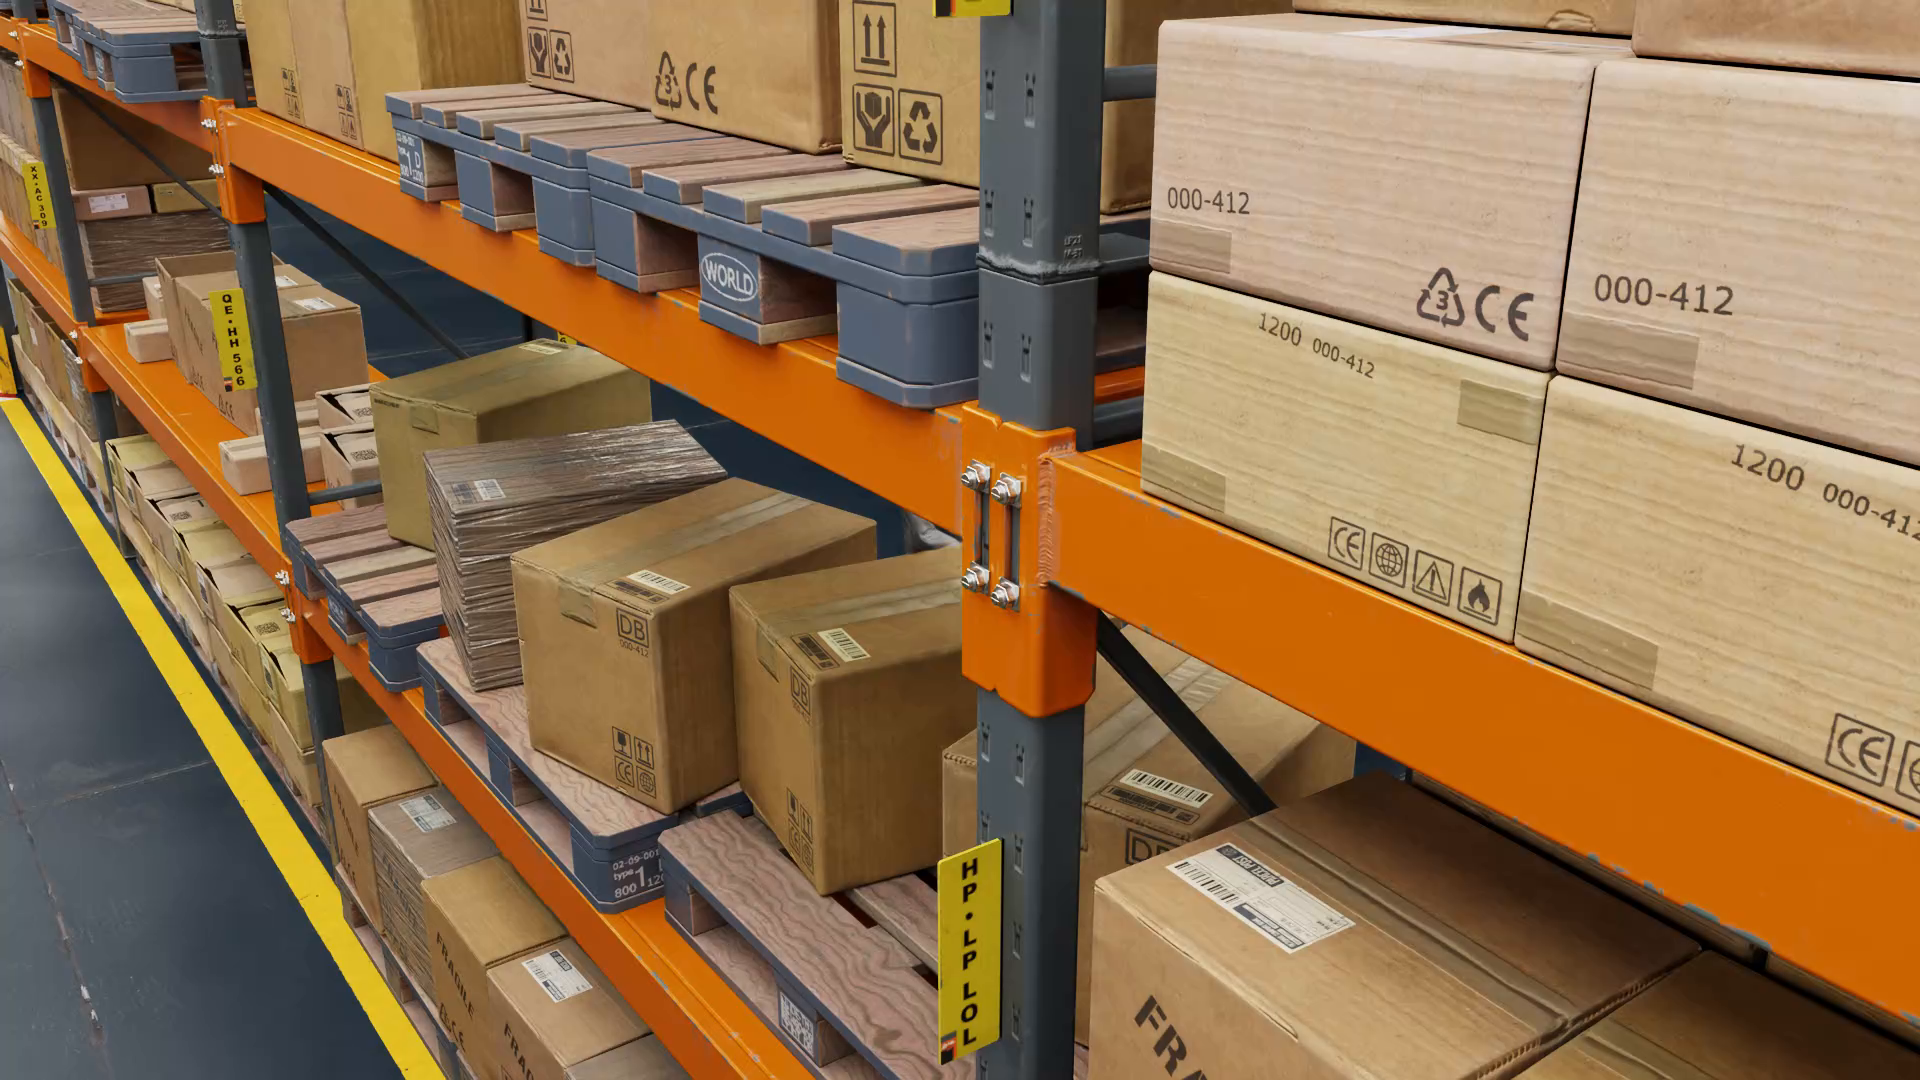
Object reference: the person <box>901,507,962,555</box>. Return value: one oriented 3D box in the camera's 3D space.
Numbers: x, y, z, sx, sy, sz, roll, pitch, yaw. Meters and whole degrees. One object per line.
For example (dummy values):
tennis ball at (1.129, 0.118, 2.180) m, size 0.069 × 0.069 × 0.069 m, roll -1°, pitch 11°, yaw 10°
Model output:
person at (-0.100, -0.422, 8.076) m, size 0.855 × 1.651 × 0.476 m, roll 13°, pitch 25°, yaw 29°
